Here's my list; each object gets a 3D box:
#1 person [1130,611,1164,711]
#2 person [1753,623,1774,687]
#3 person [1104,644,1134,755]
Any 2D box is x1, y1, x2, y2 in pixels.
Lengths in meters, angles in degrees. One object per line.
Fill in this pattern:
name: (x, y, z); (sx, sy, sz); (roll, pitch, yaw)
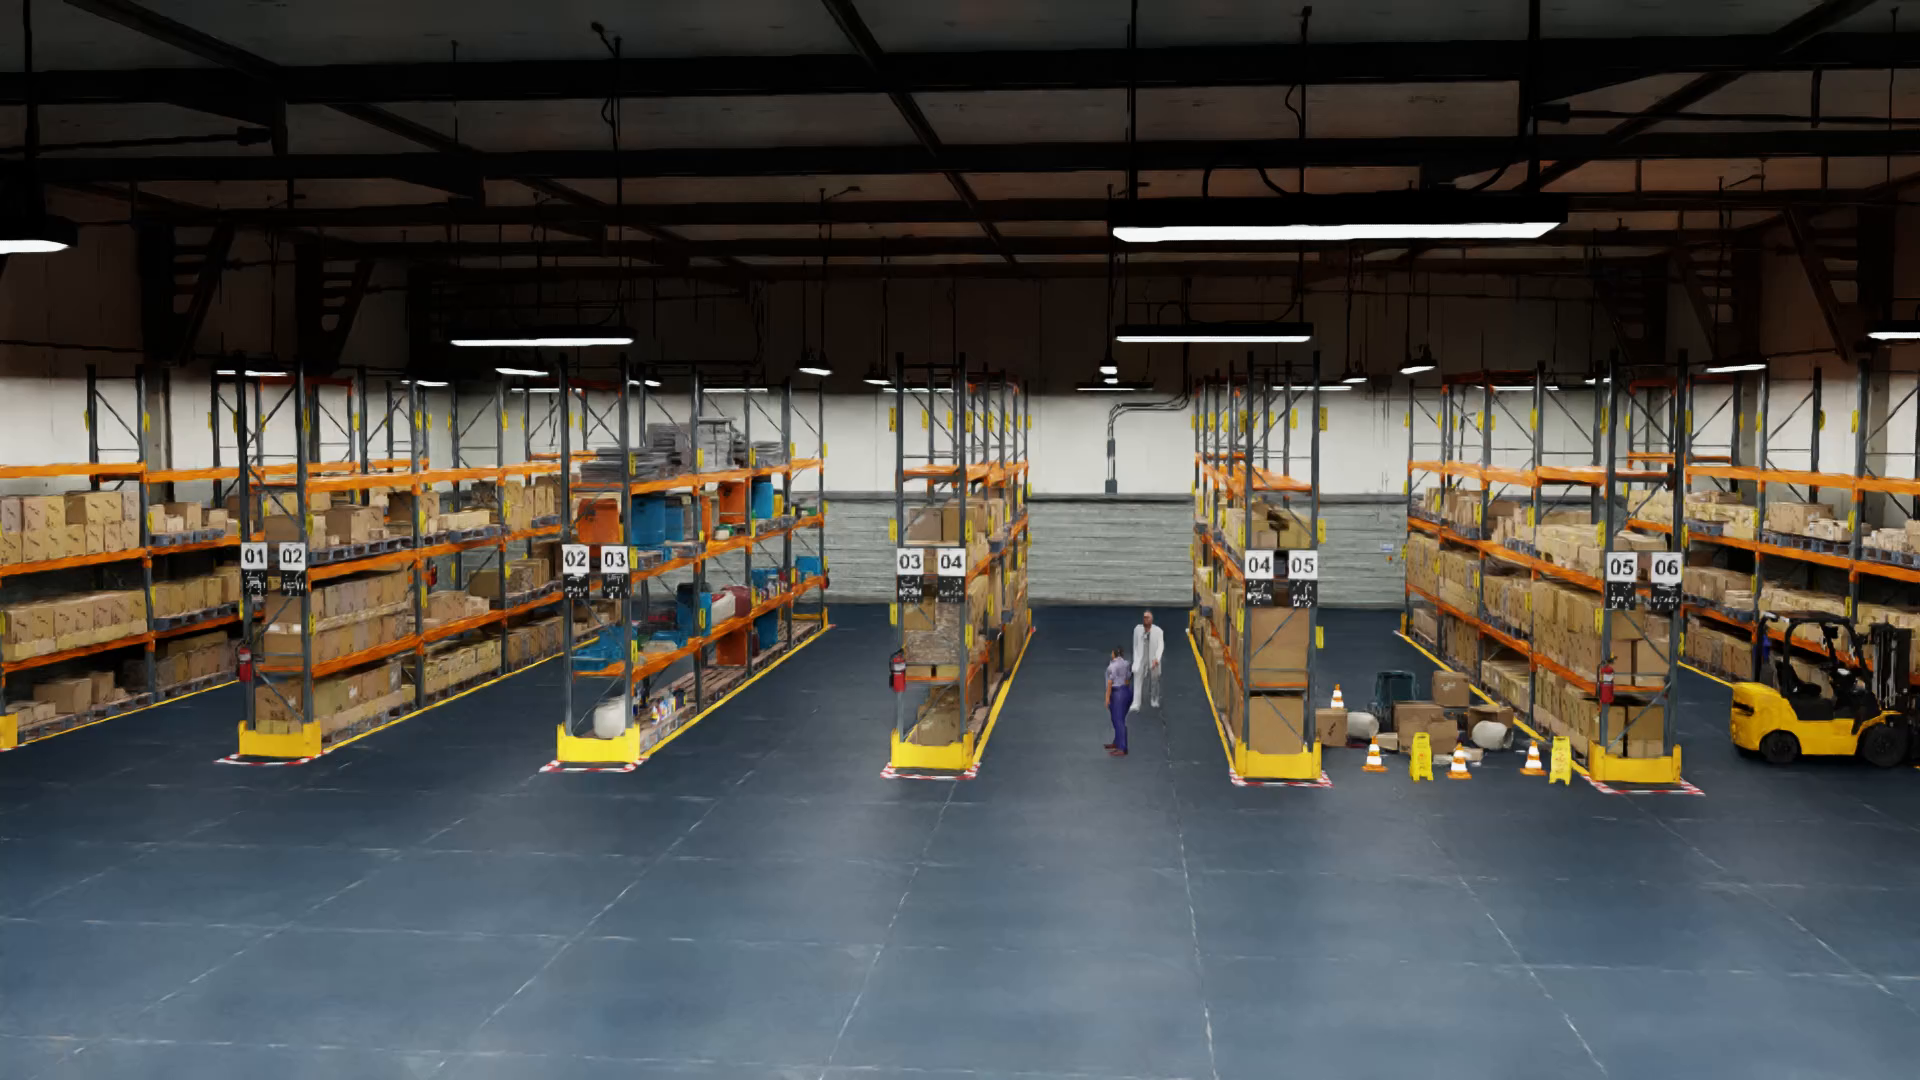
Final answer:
person: (3.252, 2.081, 28.813); (0.575, 1.714, 1.103); (1, 4, 15)
person: (13.352, 2.193, 27.723); (0.552, 1.651, 0.566); (2, 5, 31)
person: (2.365, 2.385, 25.128); (0.549, 1.642, 0.599); (3, 5, 35)
